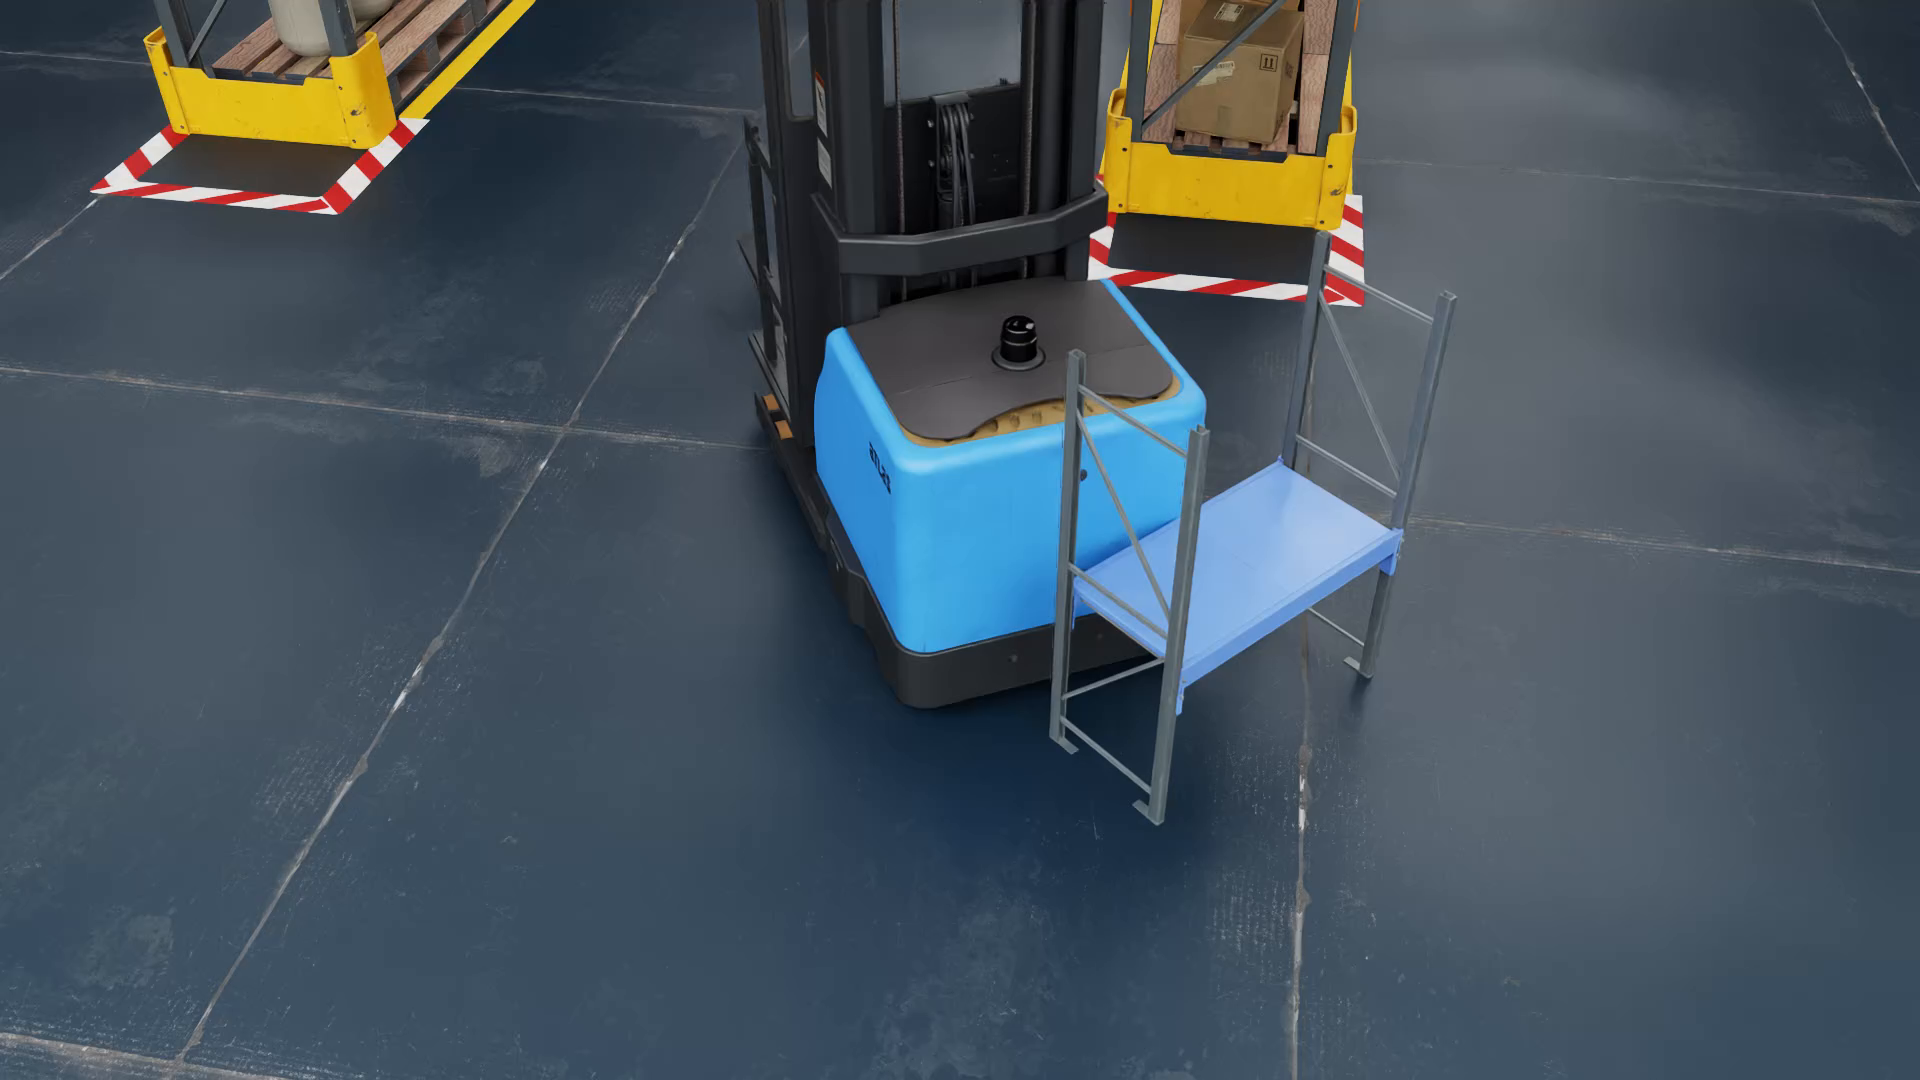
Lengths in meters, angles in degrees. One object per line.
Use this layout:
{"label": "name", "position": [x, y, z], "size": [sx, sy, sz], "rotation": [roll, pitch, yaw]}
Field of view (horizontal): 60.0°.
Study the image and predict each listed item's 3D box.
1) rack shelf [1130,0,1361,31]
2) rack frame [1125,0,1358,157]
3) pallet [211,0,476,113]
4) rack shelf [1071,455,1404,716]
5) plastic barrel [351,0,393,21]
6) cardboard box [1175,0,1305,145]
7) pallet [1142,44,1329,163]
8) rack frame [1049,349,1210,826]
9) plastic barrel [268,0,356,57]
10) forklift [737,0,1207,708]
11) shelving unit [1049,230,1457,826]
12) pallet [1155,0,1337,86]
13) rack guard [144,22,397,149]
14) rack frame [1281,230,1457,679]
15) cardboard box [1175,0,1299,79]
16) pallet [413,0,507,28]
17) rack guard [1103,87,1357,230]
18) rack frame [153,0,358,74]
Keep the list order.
{"label": "rack shelf", "position": [1.633, -3.755, 9.002], "size": [1.077, 0.370, 4.000], "rotation": [6, 40, 8]}
{"label": "rack frame", "position": [1.287, -2.777, 7.255], "size": [1.000, 3.000, 0.127], "rotation": [6, 40, 8]}
{"label": "pallet", "position": [-3.479, -2.810, 9.484], "size": [1.003, 0.211, 1.213], "rotation": [6, 40, 8]}
{"label": "rack shelf", "position": [0.855, 0.115, 5.215], "size": [1.000, 0.185, 0.538], "rotation": [-28, 47, -30]}
{"label": "plastic barrel", "position": [-3.466, -3.262, 9.464], "size": [0.421, 0.512, 0.421], "rotation": [0, 40, 0]}
{"label": "cardboard box", "position": [1.411, -2.365, 8.389], "size": [0.500, 0.500, 0.500], "rotation": [14, 41, 16]}
{"label": "pallet", "position": [1.475, -2.256, 8.813], "size": [1.003, 0.211, 1.213], "rotation": [6, 40, 8]}
{"label": "rack frame", "position": [0.465, 0.185, 4.849], "size": [0.032, 1.500, 0.500], "rotation": [-28, 47, -30]}
{"label": "plastic barrel", "position": [-3.553, -2.947, 9.084], "size": [0.421, 0.512, 0.421], "rotation": [0, 40, 0]}
{"label": "forklift", "position": [-0.190, -1.522, 5.790], "size": [1.130, 2.935, 3.031], "rotation": [-13, 41, -15]}
{"label": "shelving unit", "position": [0.855, -0.023, 5.101], "size": [1.048, 1.500, 0.538], "rotation": [-28, 47, -30]}
{"label": "pallet", "position": [1.688, -3.019, 9.736], "size": [1.003, 0.211, 1.213], "rotation": [6, 40, 8]}
{"label": "rack guard", "position": [-3.625, -2.412, 8.776], "size": [1.175, 0.500, 0.348], "rotation": [6, 40, 8]}
{"label": "rack frame", "position": [1.245, -0.231, 5.352], "size": [0.032, 1.500, 0.500], "rotation": [-28, 47, -30]}
{"label": "cardboard box", "position": [1.481, -2.744, 8.847], "size": [0.500, 0.500, 0.500], "rotation": [17, 42, 19]}
{"label": "pallet", "position": [-3.266, -3.574, 10.407], "size": [1.003, 0.211, 1.213], "rotation": [6, 40, 8]}
{"label": "rack guard", "position": [1.300, -1.861, 8.109], "size": [1.175, 0.500, 0.348], "rotation": [6, 40, 8]}
{"label": "rack frame", "position": [-3.592, -3.323, 7.915], "size": [1.000, 3.000, 0.127], "rotation": [6, 40, 8]}
